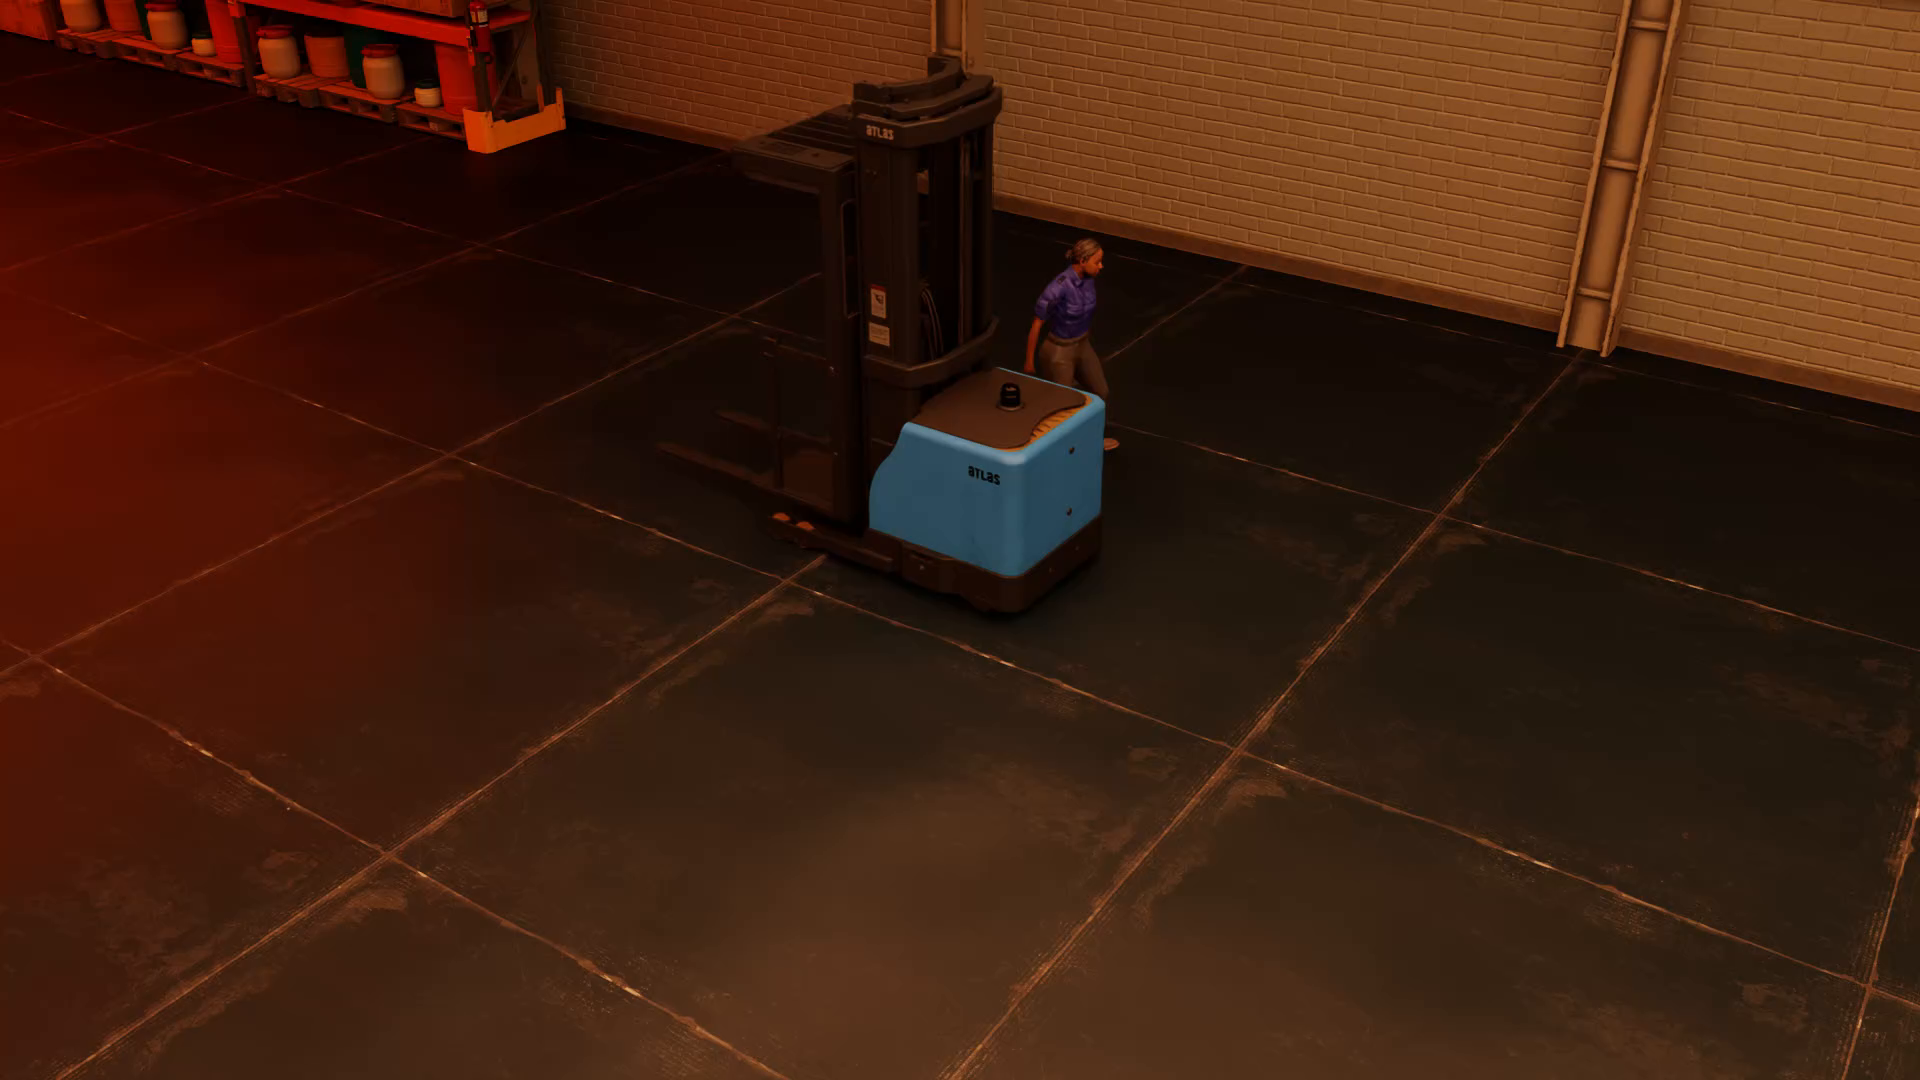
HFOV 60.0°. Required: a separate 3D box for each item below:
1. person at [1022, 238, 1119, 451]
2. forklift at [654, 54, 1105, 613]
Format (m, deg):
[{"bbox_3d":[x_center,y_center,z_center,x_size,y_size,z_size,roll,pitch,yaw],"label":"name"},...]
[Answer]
[{"bbox_3d":[0.733,-1.245,11.051,0.391,1.628,0.793,24,38,35],"label":"person"},{"bbox_3d":[-0.624,-1.413,10.014,3.031,2.935,1.130,19,35,30],"label":"forklift"}]
